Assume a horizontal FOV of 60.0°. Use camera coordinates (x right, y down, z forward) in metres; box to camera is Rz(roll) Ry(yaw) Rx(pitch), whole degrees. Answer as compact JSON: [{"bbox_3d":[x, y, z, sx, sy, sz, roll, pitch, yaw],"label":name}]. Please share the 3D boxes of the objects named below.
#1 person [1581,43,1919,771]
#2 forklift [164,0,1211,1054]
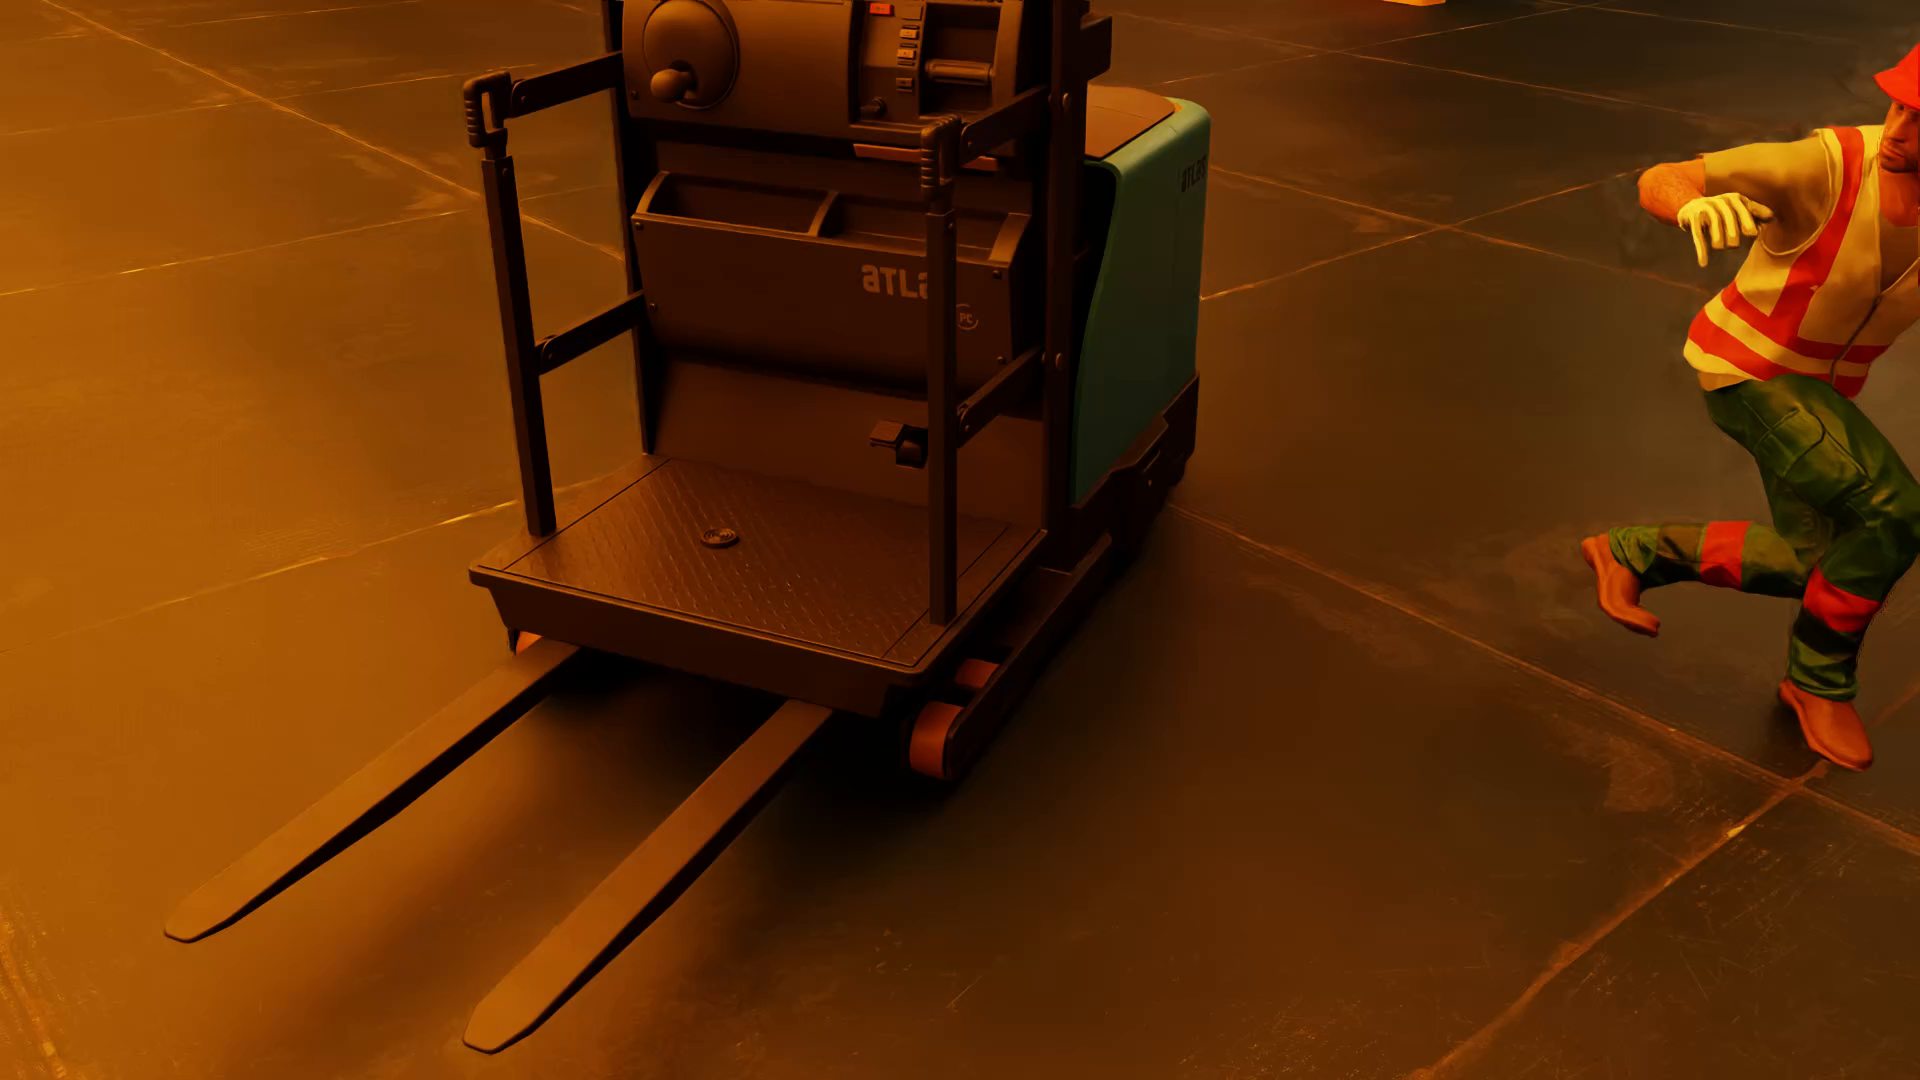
[{"bbox_3d":[1.780,-0.244,3.325,0.845,1.506,1.130,-11,28,-20],"label":"person"},{"bbox_3d":[-0.377,-1.027,3.273,1.130,2.935,3.031,11,29,22],"label":"forklift"}]
